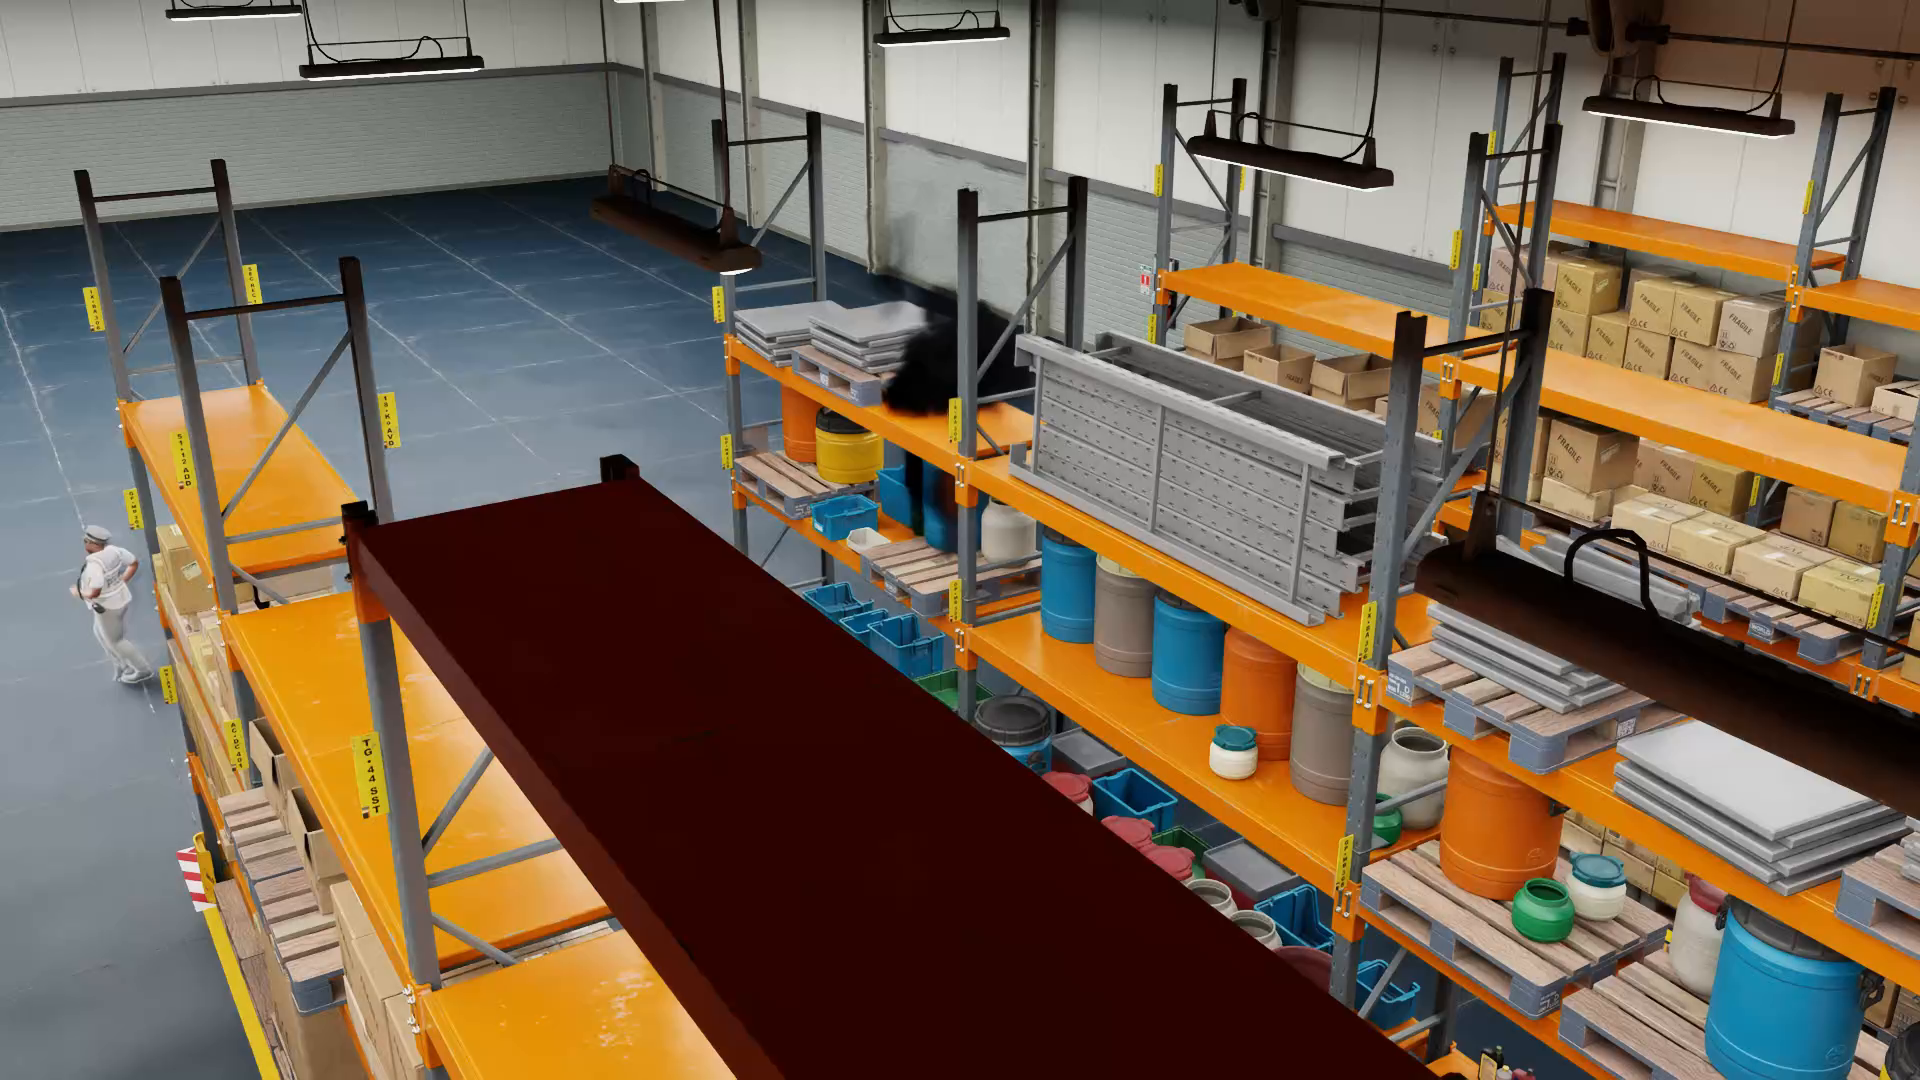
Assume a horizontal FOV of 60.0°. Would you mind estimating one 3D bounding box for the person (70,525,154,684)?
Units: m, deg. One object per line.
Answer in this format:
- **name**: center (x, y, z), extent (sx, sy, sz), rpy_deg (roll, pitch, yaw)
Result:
- **person**: center (-8.856, 0.715, 17.316), extent (0.671, 1.853, 0.650), rpy_deg (-1, 22, -3)
